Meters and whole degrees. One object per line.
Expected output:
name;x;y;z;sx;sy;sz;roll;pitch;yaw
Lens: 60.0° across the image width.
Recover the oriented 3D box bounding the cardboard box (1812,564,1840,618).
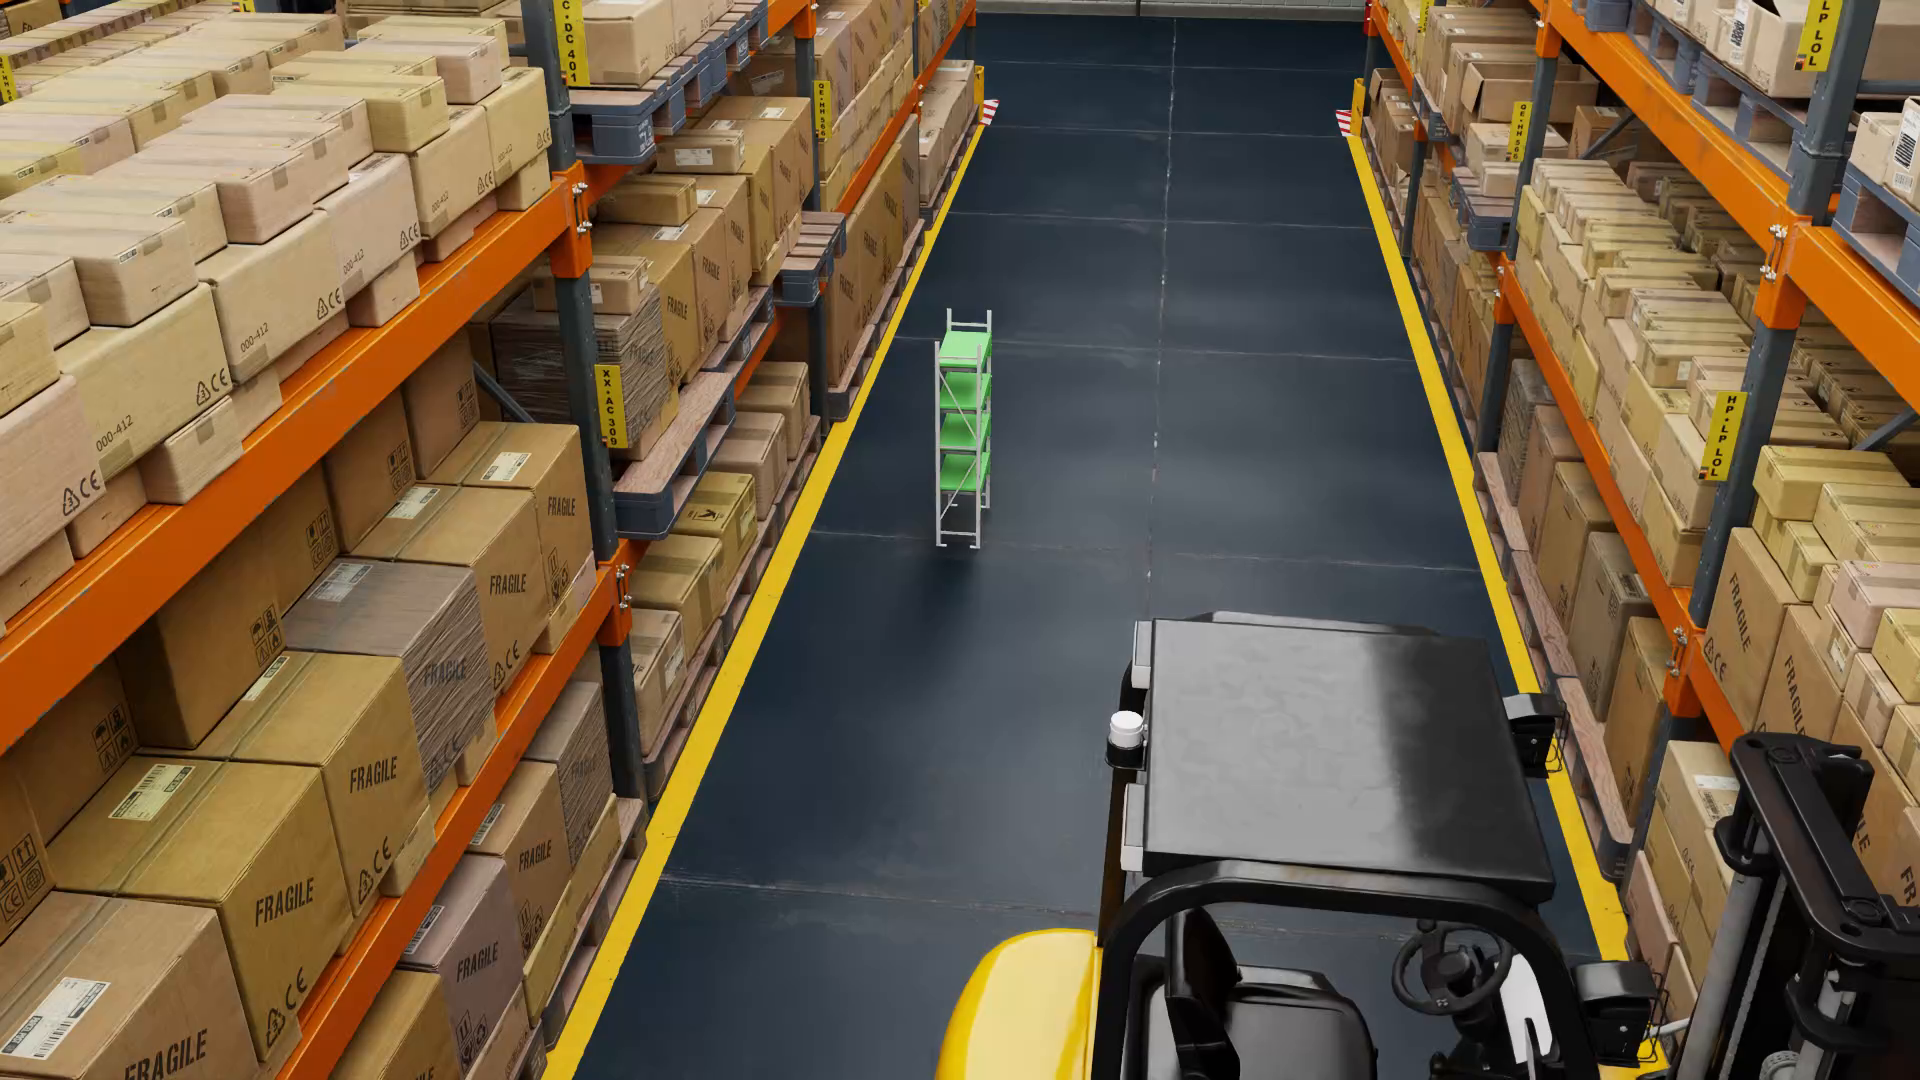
cardboard box;2.775;0.205;4.917;0.380;0.149;0.250;3;28;6

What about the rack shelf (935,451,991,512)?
rack shelf;0.020;-0.339;9.254;0.258;0.148;0.480;3;28;6

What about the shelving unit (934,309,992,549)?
shelving unit;0.020;-0.606;9.110;0.258;1.200;0.503;3;28;6

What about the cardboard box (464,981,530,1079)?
cardboard box;-1.745;1.677;5.431;0.500;0.250;0.500;4;29;7

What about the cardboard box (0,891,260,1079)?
cardboard box;-1.914;1.124;3.582;0.500;0.500;0.500;4;29;8

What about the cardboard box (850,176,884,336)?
cardboard box;-1.047;-2.005;11.607;0.875;0.875;0.875;4;29;7

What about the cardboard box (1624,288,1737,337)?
cardboard box;3.058;-0.953;7.067;0.380;0.149;0.250;4;29;7

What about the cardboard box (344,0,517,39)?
cardboard box;-1.890;-1.856;6.085;0.500;0.250;0.500;3;28;5

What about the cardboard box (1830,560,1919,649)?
cardboard box;2.677;0.190;4.631;0.380;0.149;0.250;4;29;7

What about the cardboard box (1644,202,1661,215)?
cardboard box;3.820;-1.656;8.792;0.500;0.250;0.500;4;29;7

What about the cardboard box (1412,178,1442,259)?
cardboard box;3.807;-2.482;12.887;0.500;0.500;0.500;5;29;8

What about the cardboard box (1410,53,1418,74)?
cardboard box;3.896;-3.914;13.617;0.380;0.149;0.250;4;29;8

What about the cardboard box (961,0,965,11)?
cardboard box;-0.220;-5.348;15.908;0.500;0.500;0.500;3;28;5

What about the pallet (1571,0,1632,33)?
pallet;3.605;-2.642;8.028;1.213;0.211;1.003;5;29;9

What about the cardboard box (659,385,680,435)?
cardboard box;-1.397;-0.566;6.960;0.380;0.149;0.250;4;29;7

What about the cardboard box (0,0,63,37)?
cardboard box;-10.182;-5.301;17.725;0.875;0.875;0.875;3;28;6

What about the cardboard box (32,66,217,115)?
cardboard box;-2.283;-1.195;4.567;0.380;0.149;0.250;3;28;6

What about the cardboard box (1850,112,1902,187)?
cardboard box;2.753;-1.092;4.668;0.380;0.149;0.250;4;29;7

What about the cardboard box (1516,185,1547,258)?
cardboard box;3.278;-1.690;8.855;0.500;0.250;0.500;3;28;6

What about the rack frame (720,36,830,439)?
rack frame;-1.327;-2.016;9.829;1.000;3.000;0.127;3;28;6

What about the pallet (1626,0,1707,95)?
pallet;3.471;-2.115;7.050;1.003;0.211;1.213;5;29;9

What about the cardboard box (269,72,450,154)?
cardboard box;-1.618;-1.158;4.499;0.380;0.149;0.250;4;29;8

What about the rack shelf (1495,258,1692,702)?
rack shelf;3.354;-0.471;7.720;1.077;0.370;4.000;3;28;6

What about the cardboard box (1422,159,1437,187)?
cardboard box;3.781;-2.829;12.847;0.380;0.149;0.250;5;29;9

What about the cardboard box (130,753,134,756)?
cardboard box;-2.303;0.595;4.564;0.500;0.500;0.500;4;29;7

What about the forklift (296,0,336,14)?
forklift;-3.339;-1.615;9.158;1.130;2.935;3.031;4;29;8

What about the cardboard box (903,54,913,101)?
cardboard box;-0.642;-3.607;12.941;0.500;0.250;0.500;3;28;5

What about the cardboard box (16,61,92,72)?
cardboard box;-5.939;-3.040;10.926;0.380;0.149;0.250;3;28;6

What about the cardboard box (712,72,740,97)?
cardboard box;-1.524;-2.759;10.048;0.500;0.500;0.500;3;28;5

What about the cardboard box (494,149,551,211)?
cardboard box;-1.553;-1.177;5.373;0.380;0.149;0.250;3;29;6

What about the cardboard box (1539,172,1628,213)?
cardboard box;3.236;-1.800;8.639;0.380;0.149;0.250;4;29;7

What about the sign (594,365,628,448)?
sign;-1.278;-0.486;6.077;0.100;0.325;0.005;3;28;6

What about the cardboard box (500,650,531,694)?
cardboard box;-1.688;0.383;5.642;0.380;0.149;0.250;3;29;6

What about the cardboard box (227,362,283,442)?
cardboard box;-1.798;-0.332;3.806;0.380;0.149;0.250;3;28;5

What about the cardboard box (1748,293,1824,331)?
cardboard box;3.574;-0.926;7.017;0.380;0.149;0.250;3;28;6

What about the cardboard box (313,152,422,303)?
cardboard box;-1.742;-0.818;4.288;0.500;0.250;0.500;3;28;5

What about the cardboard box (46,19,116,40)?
cardboard box;-6.425;-3.708;12.164;0.380;0.149;0.250;4;29;8

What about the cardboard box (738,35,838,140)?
cardboard box;-1.024;-2.718;9.973;0.500;0.500;0.500;2;28;5

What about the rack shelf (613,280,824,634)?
rack shelf;-1.573;-0.758;8.252;1.077;0.370;4.000;3;28;6

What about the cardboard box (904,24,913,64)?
cardboard box;-0.650;-3.831;12.830;0.500;0.250;0.500;3;28;6

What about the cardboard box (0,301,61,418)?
cardboard box;-1.850;-0.314;2.932;0.380;0.149;0.250;3;28;6

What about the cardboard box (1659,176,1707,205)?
cardboard box;3.839;-1.764;8.573;0.380;0.149;0.250;4;29;8

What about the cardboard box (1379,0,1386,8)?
cardboard box;4.267;-5.245;16.089;0.380;0.149;0.250;3;28;6

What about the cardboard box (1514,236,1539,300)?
cardboard box;3.302;-1.468;8.971;0.500;0.250;0.500;3;29;6

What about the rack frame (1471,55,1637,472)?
rack frame;3.599;-1.729;9.297;1.000;3.000;0.127;3;28;6

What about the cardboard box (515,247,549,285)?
cardboard box;-1.929;-0.957;7.002;0.500;0.500;0.500;4;29;6

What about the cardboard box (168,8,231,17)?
cardboard box;-5.716;-3.903;12.527;0.380;0.149;0.250;3;28;6

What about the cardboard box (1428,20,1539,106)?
cardboard box;3.745;-3.382;11.818;0.700;0.500;0.500;4;29;7

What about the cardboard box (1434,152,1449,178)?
cardboard box;3.797;-2.834;12.544;0.380;0.149;0.250;2;28;4

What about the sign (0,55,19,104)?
sign;-5.701;-2.735;9.943;0.100;0.325;0.005;3;28;6

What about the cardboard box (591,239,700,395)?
cardboard box;-1.415;-0.933;6.957;0.500;0.500;0.500;3;29;6

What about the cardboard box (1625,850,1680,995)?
cardboard box;2.721;1.388;5.968;0.500;0.250;0.500;4;29;7

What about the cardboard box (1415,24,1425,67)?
cardboard box;3.910;-3.931;13.228;0.500;0.250;0.500;4;29;7

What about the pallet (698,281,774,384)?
pallet;-1.529;-0.997;8.141;1.003;0.211;1.213;3;28;6

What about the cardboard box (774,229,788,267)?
cardboard box;-1.120;-1.553;8.791;0.380;0.149;0.250;2;28;4

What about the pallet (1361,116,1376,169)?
pallet;4.473;-3.856;16.185;1.003;0.211;1.213;3;28;6

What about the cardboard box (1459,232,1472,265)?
cardboard box;3.599;-1.969;11.251;0.380;0.149;0.250;2;28;4

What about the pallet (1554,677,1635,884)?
pallet;3.161;1.032;7.111;1.003;0.211;1.213;3;28;6
